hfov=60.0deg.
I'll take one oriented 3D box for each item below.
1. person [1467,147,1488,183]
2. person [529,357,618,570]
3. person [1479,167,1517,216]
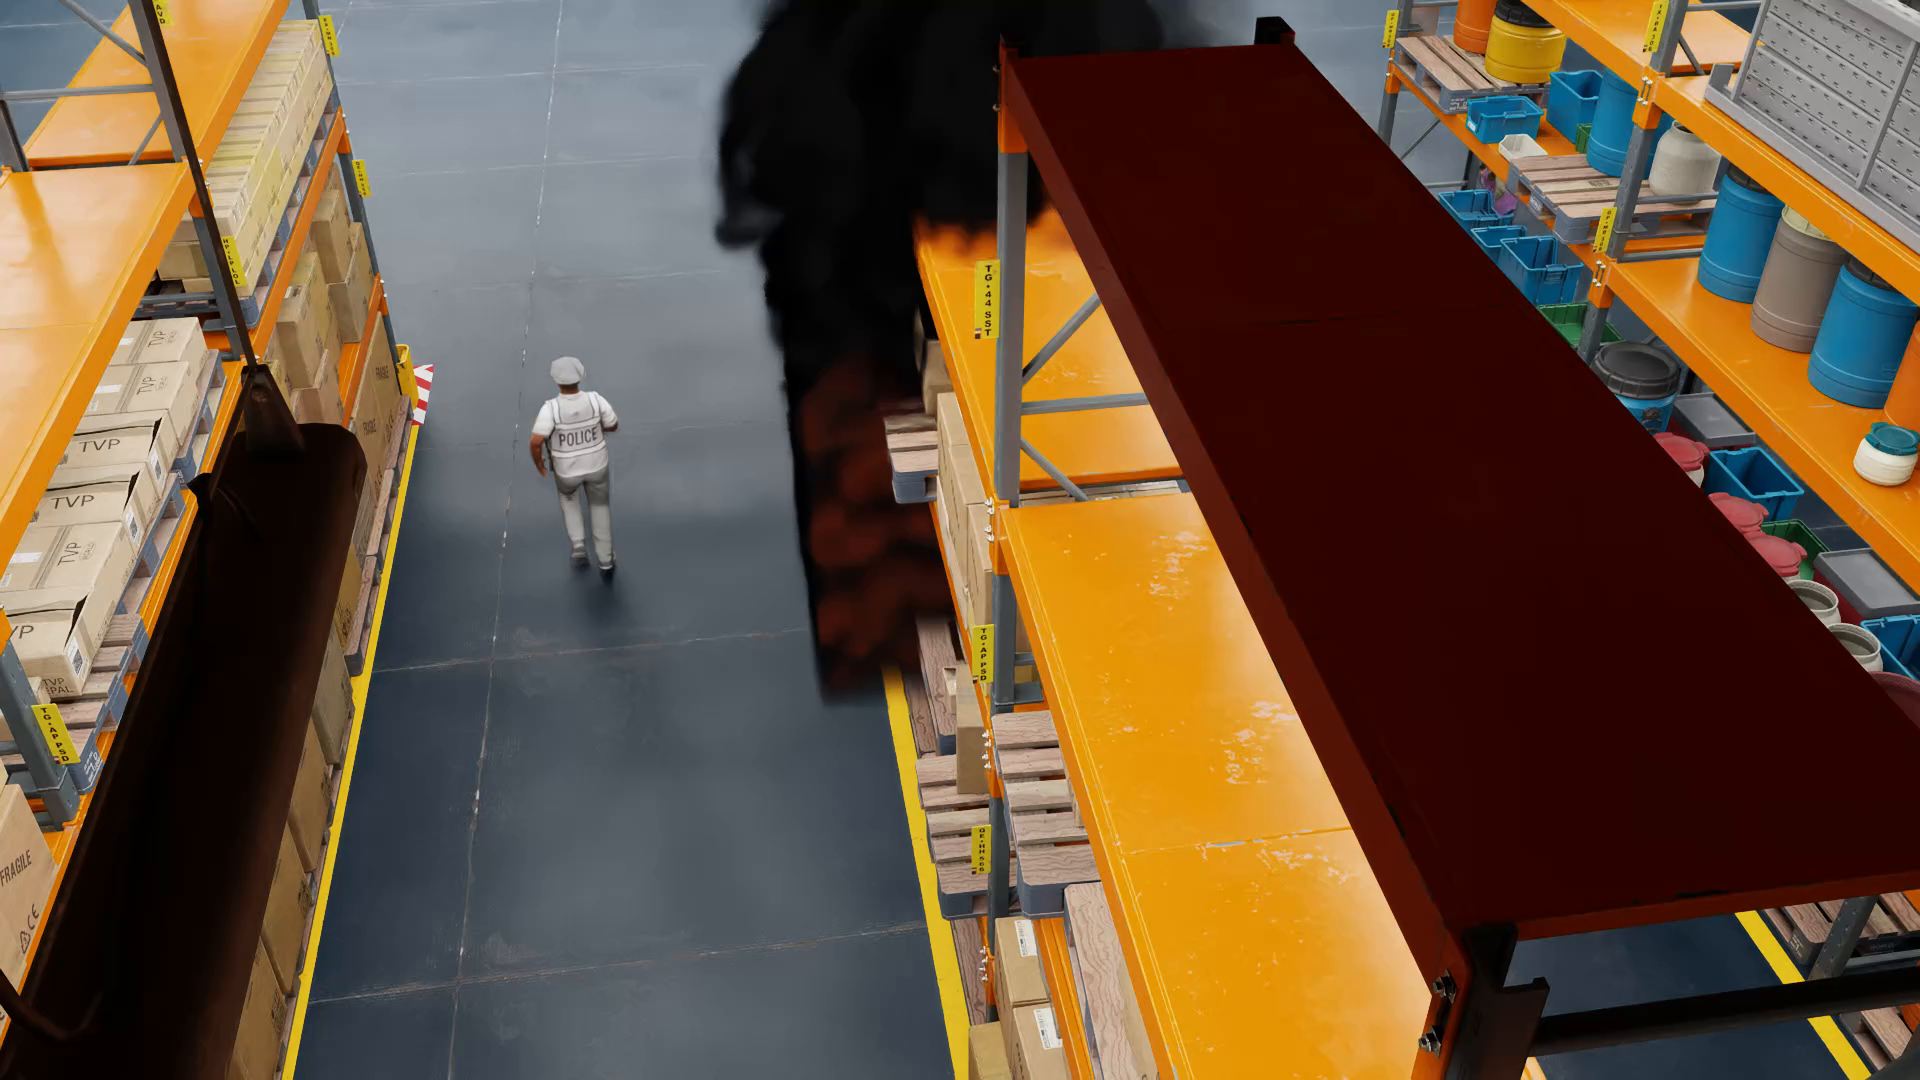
[{"bbox_3d":[5.897,-4.708,18.398,0.784,1.818,0.670,13,38,17],"label":"person"},{"bbox_3d":[-2.942,-0.591,12.793,0.683,1.822,0.702,-11,38,-15],"label":"person"},{"bbox_3d":[5.348,-3.326,16.658,0.548,1.577,0.624,-23,42,-28],"label":"person"}]
